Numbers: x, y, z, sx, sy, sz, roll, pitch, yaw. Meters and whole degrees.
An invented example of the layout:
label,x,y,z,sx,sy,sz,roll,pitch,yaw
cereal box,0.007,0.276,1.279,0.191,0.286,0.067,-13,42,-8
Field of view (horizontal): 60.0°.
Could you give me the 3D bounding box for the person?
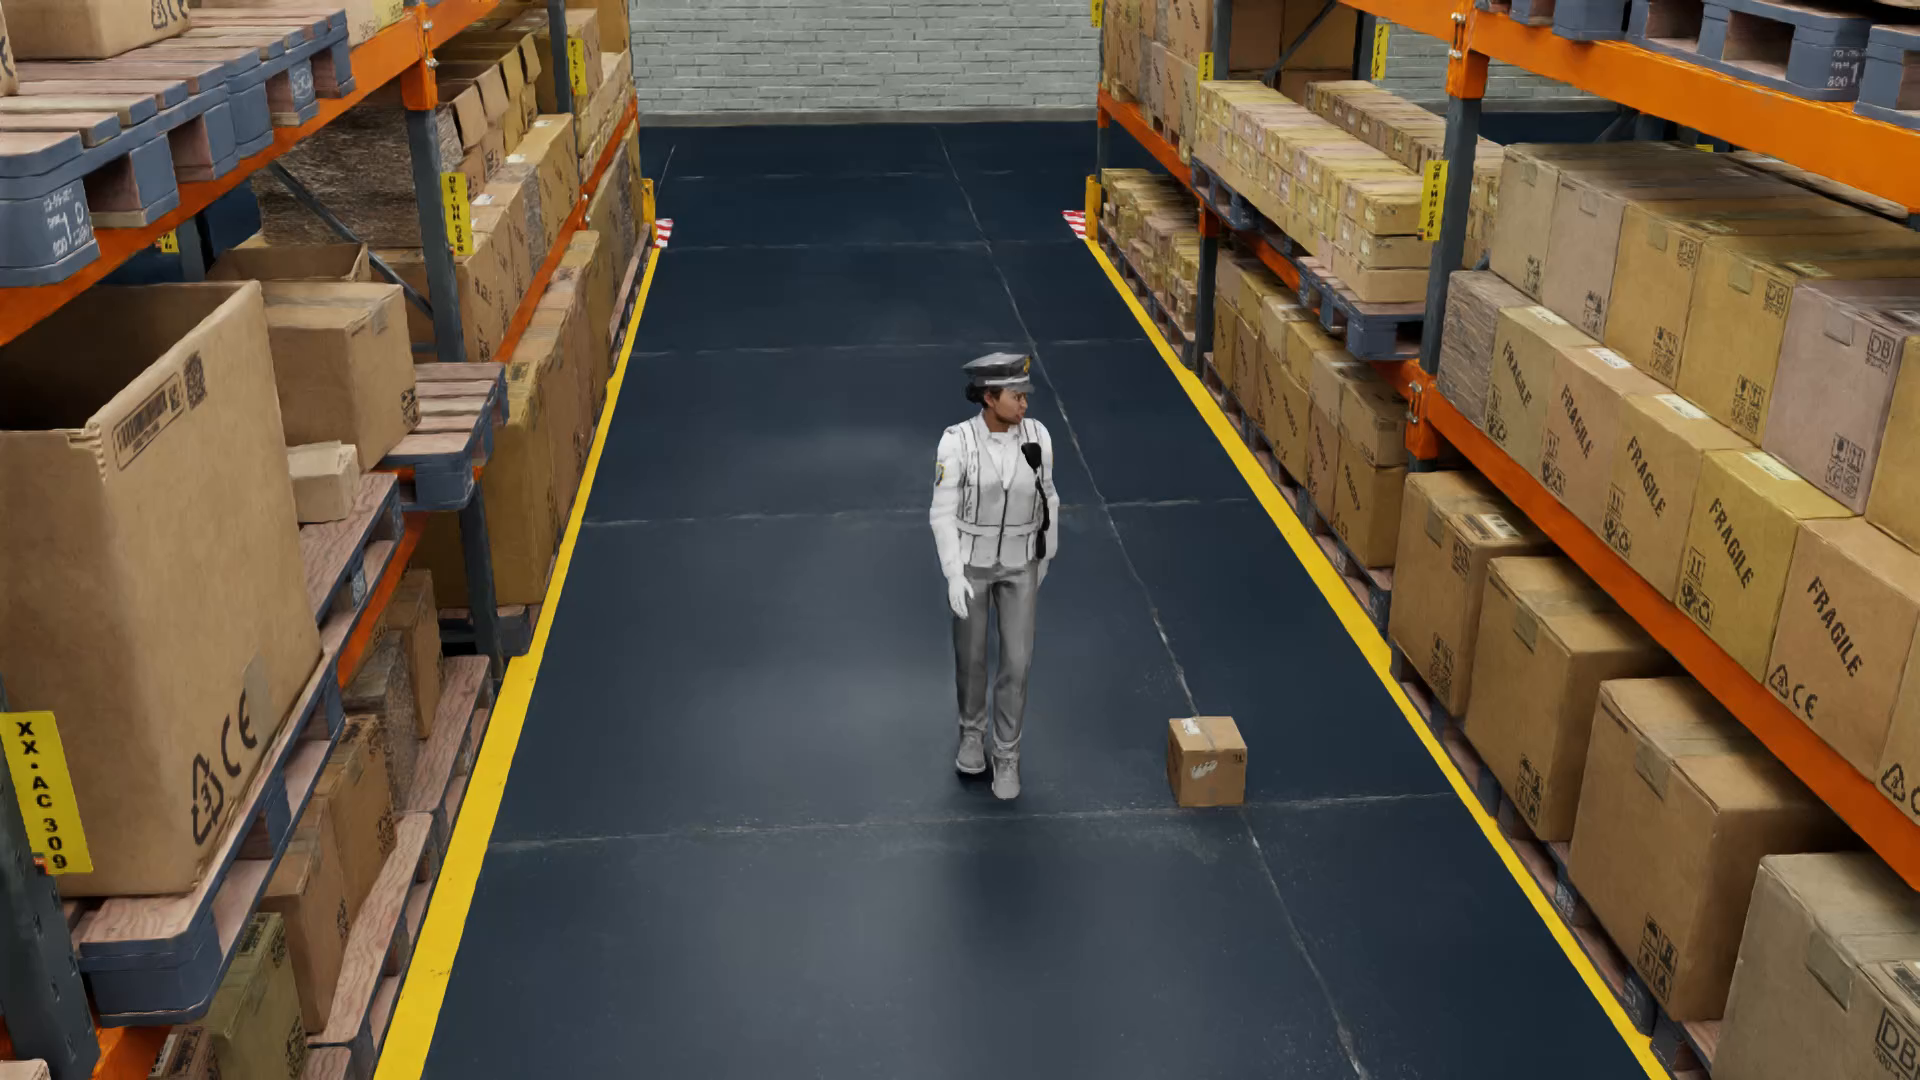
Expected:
label,x,y,z,sx,sy,sz,roll,pitch,yaw
person,0.146,0.159,6.258,0.513,1.753,0.468,-4,24,-8
